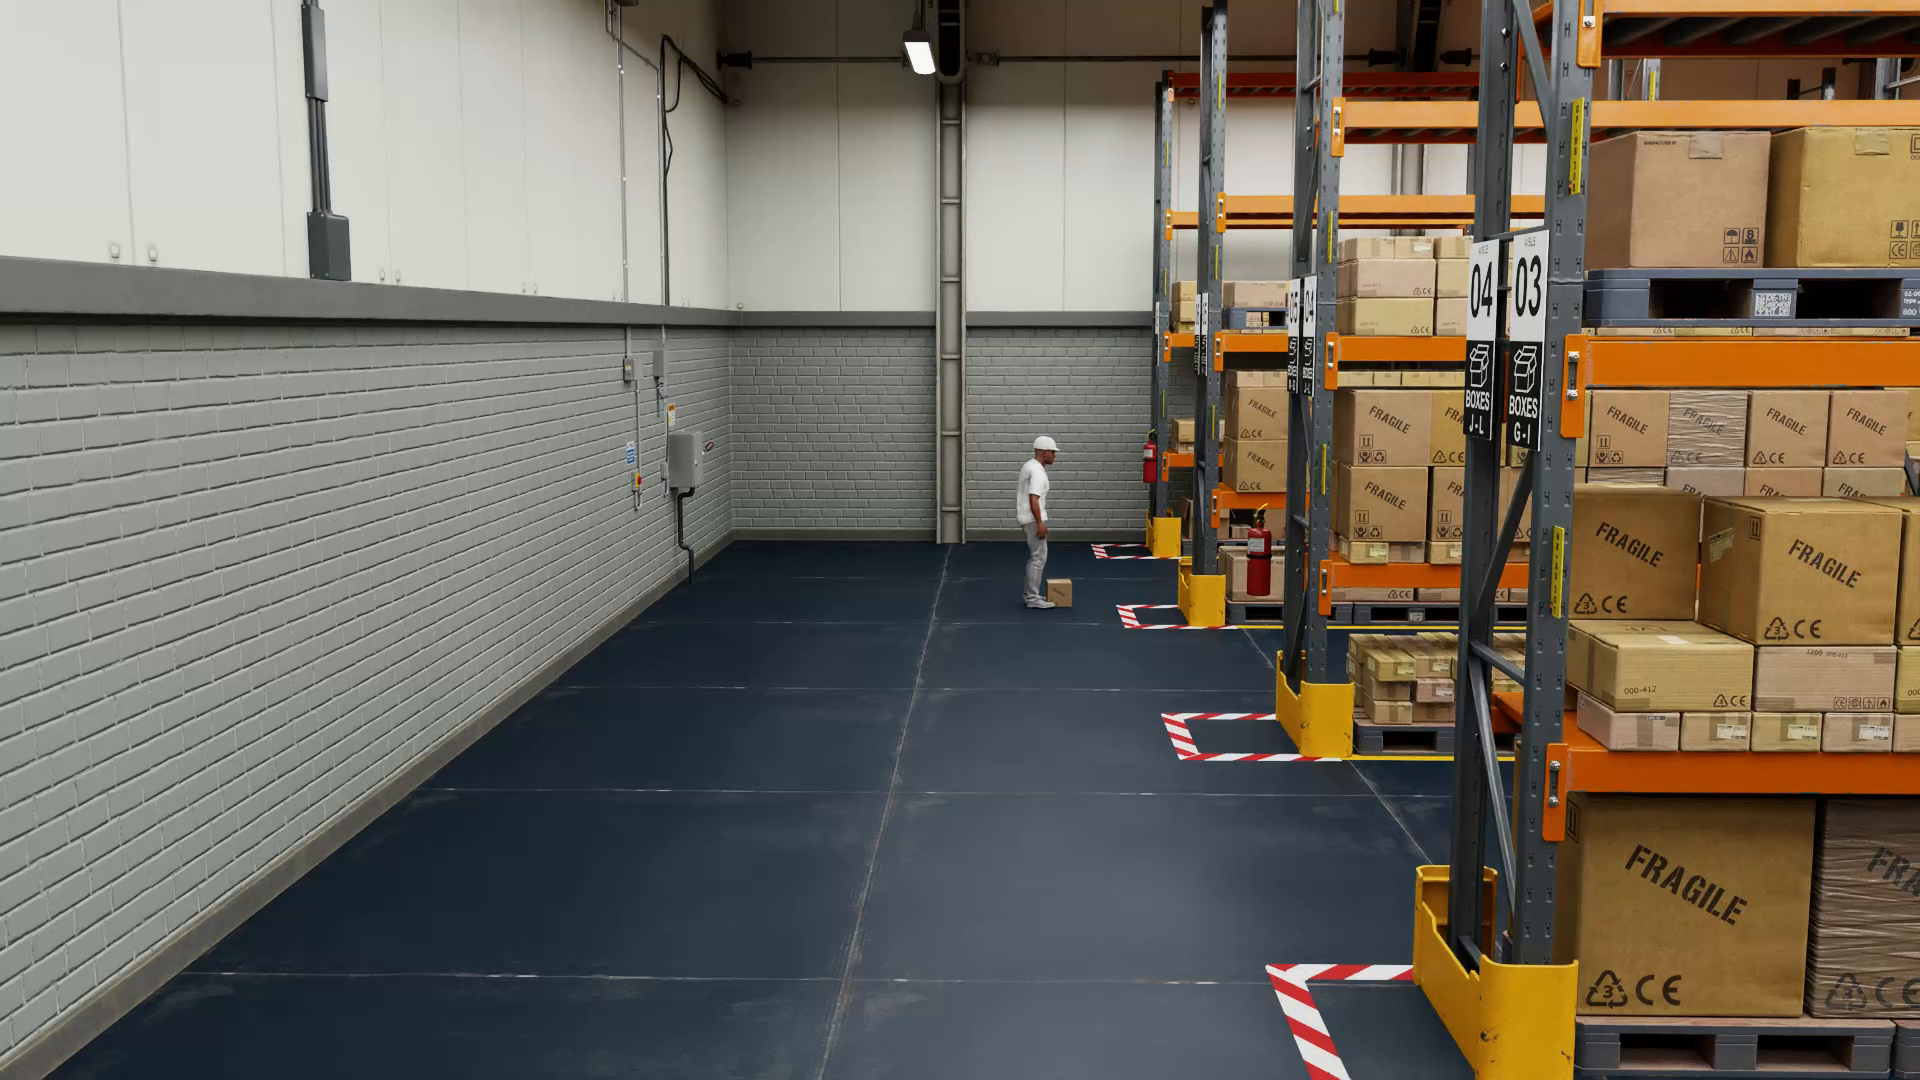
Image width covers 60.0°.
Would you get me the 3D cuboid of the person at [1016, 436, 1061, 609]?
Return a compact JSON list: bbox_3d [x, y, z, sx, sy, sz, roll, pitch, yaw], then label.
[{"bbox_3d":[0.811,-0.194,17.237,0.463,1.760,0.633,0,7,0],"label":"person"}]
